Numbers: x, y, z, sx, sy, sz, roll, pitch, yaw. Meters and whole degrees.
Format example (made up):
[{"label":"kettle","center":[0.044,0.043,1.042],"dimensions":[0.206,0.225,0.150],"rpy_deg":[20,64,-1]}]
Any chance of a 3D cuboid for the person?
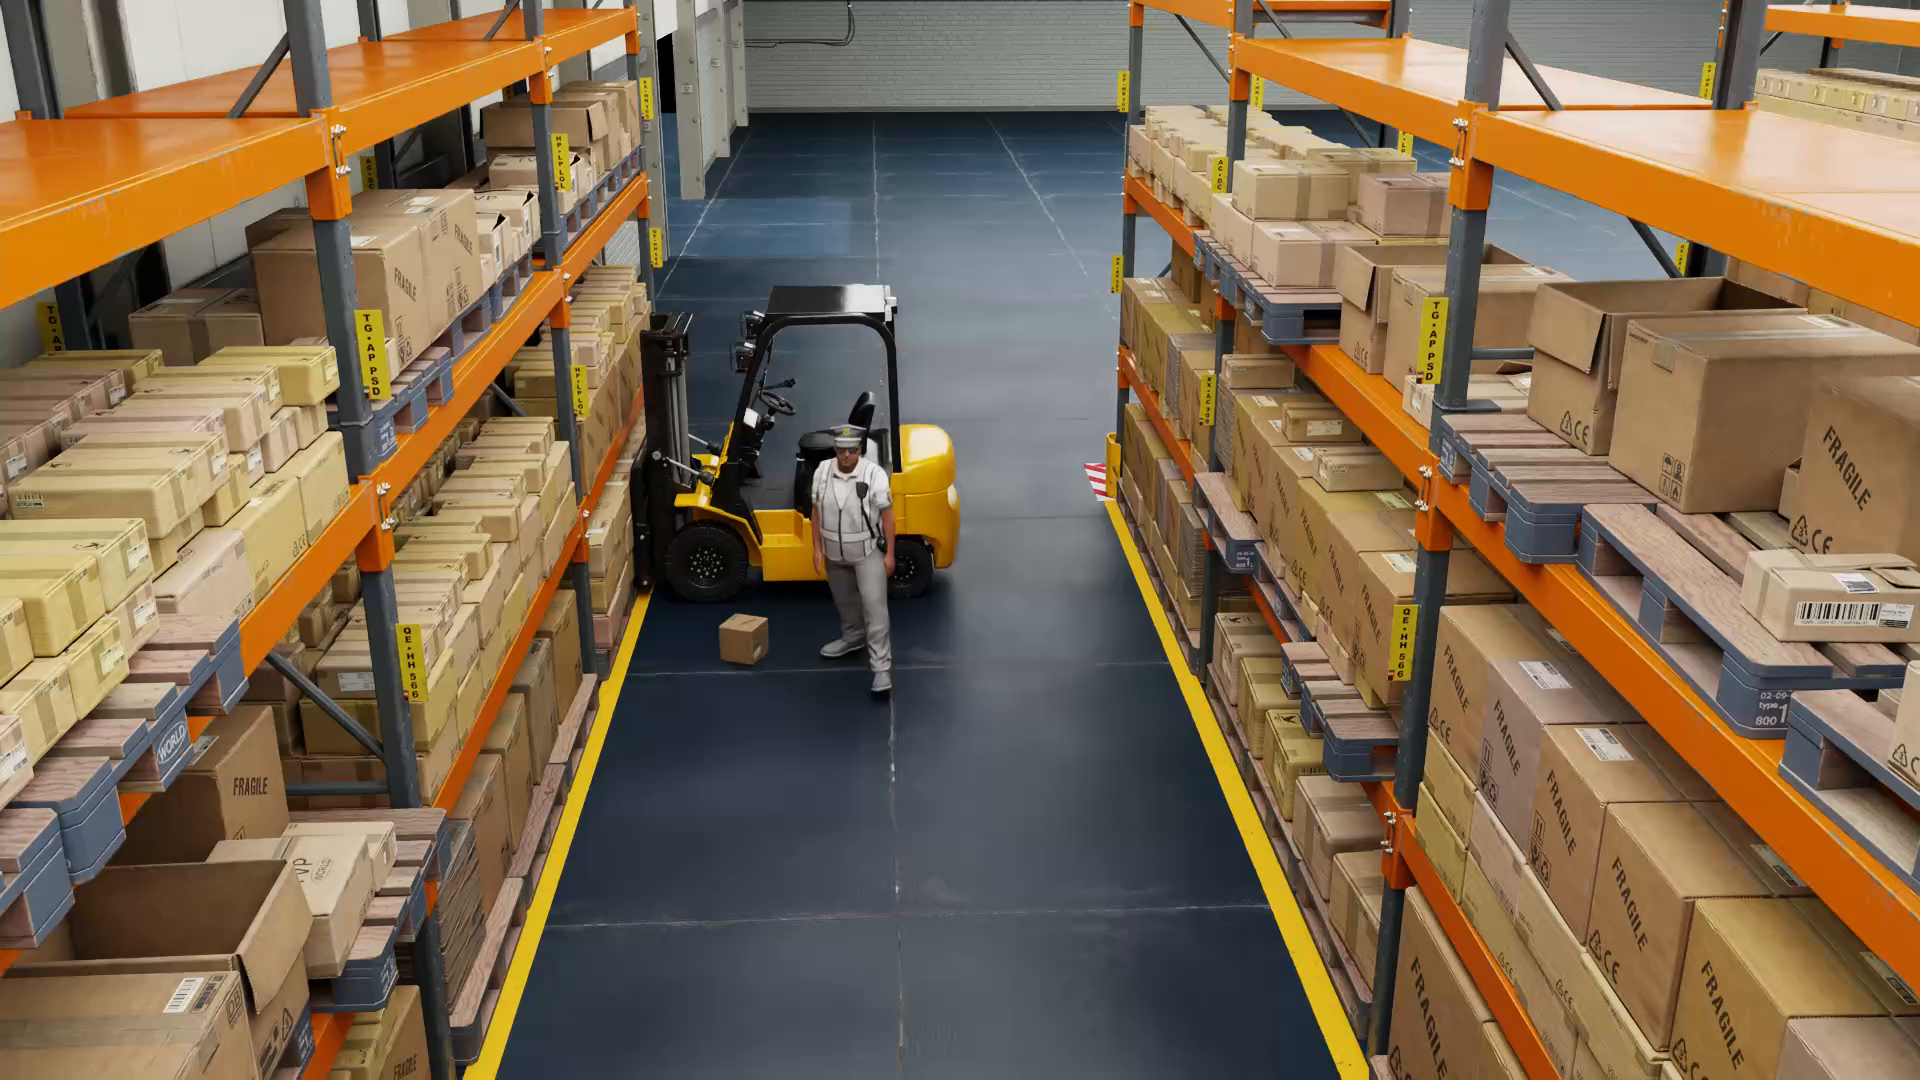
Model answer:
[{"label":"person","center":[-0.677,0.077,10.812],"dimensions":[0.714,1.733,0.844],"rpy_deg":[7,21,17]}]
